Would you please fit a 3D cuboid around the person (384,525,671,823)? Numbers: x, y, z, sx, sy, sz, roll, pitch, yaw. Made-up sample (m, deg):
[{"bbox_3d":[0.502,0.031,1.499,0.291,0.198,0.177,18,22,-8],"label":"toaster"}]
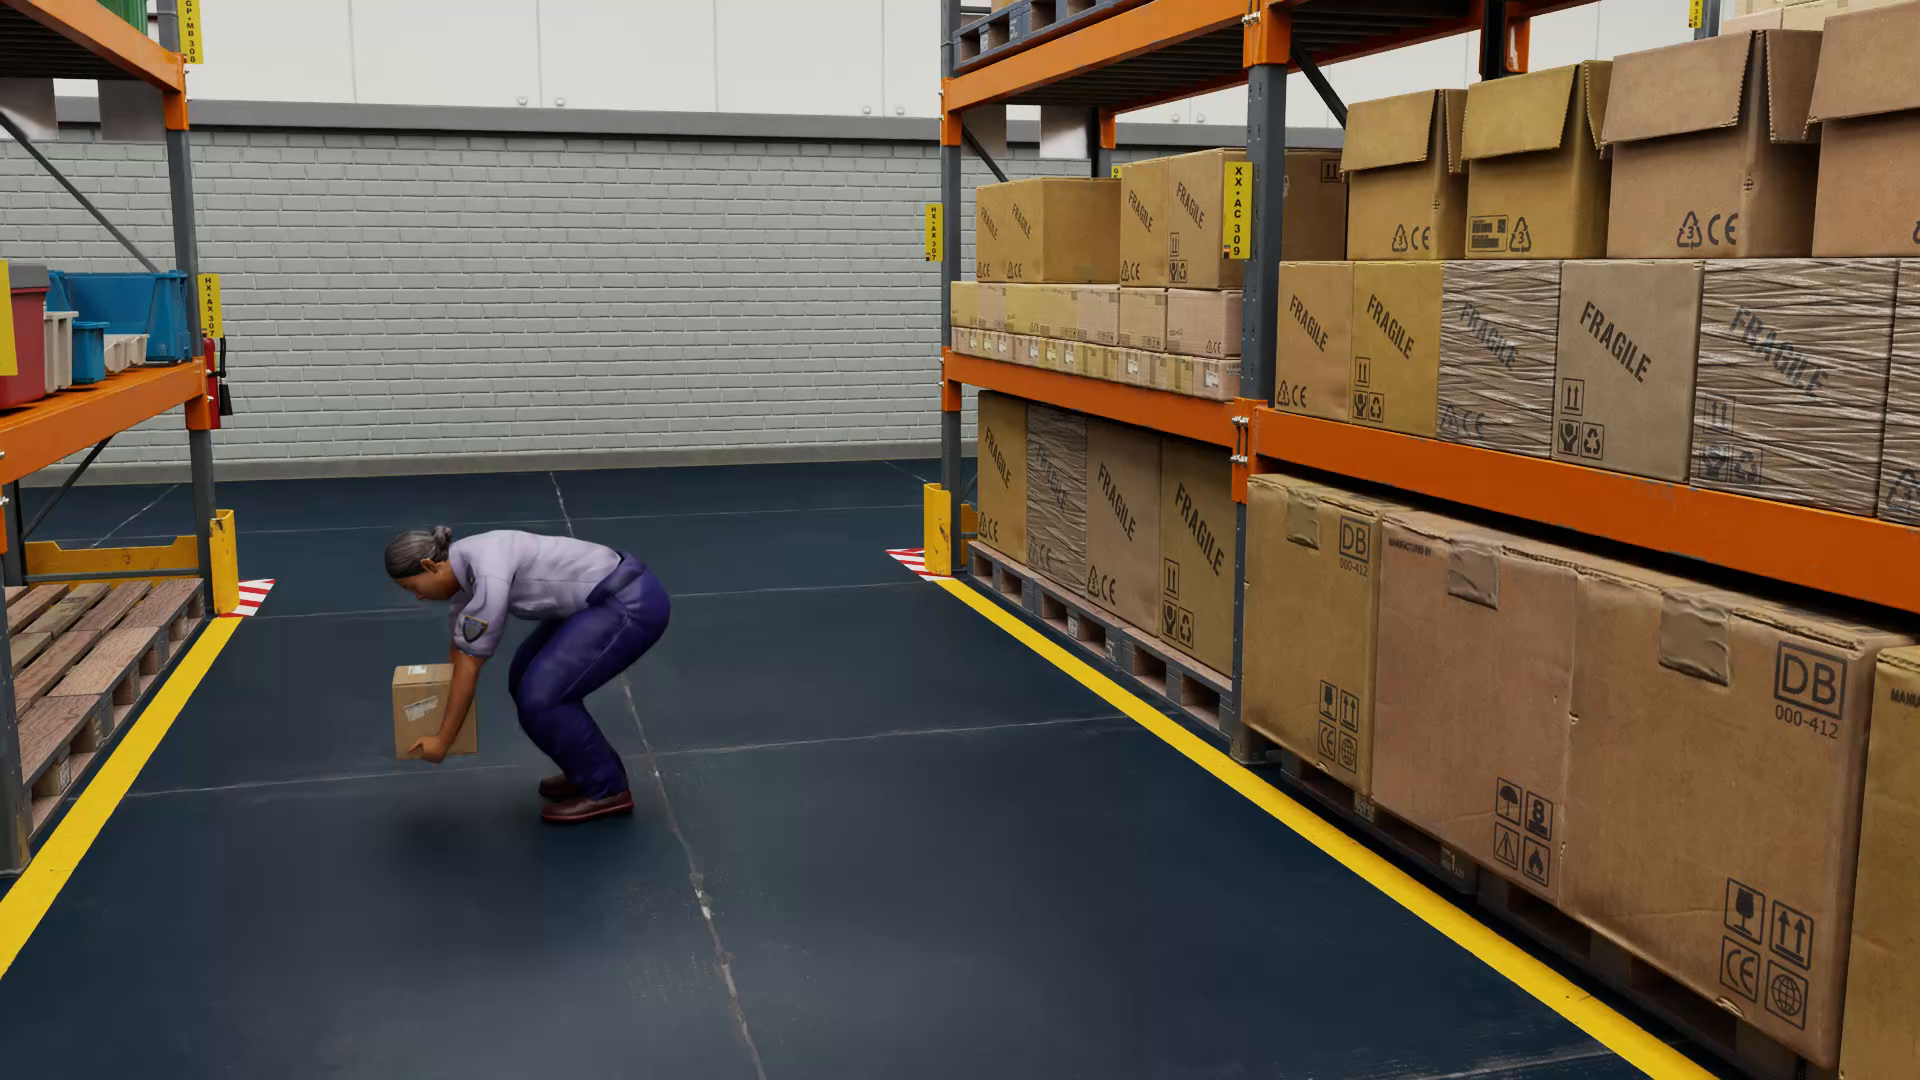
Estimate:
[{"bbox_3d":[-1.403,0.418,5.475,0.891,0.975,0.519,-3,10,-19],"label":"person"}]
